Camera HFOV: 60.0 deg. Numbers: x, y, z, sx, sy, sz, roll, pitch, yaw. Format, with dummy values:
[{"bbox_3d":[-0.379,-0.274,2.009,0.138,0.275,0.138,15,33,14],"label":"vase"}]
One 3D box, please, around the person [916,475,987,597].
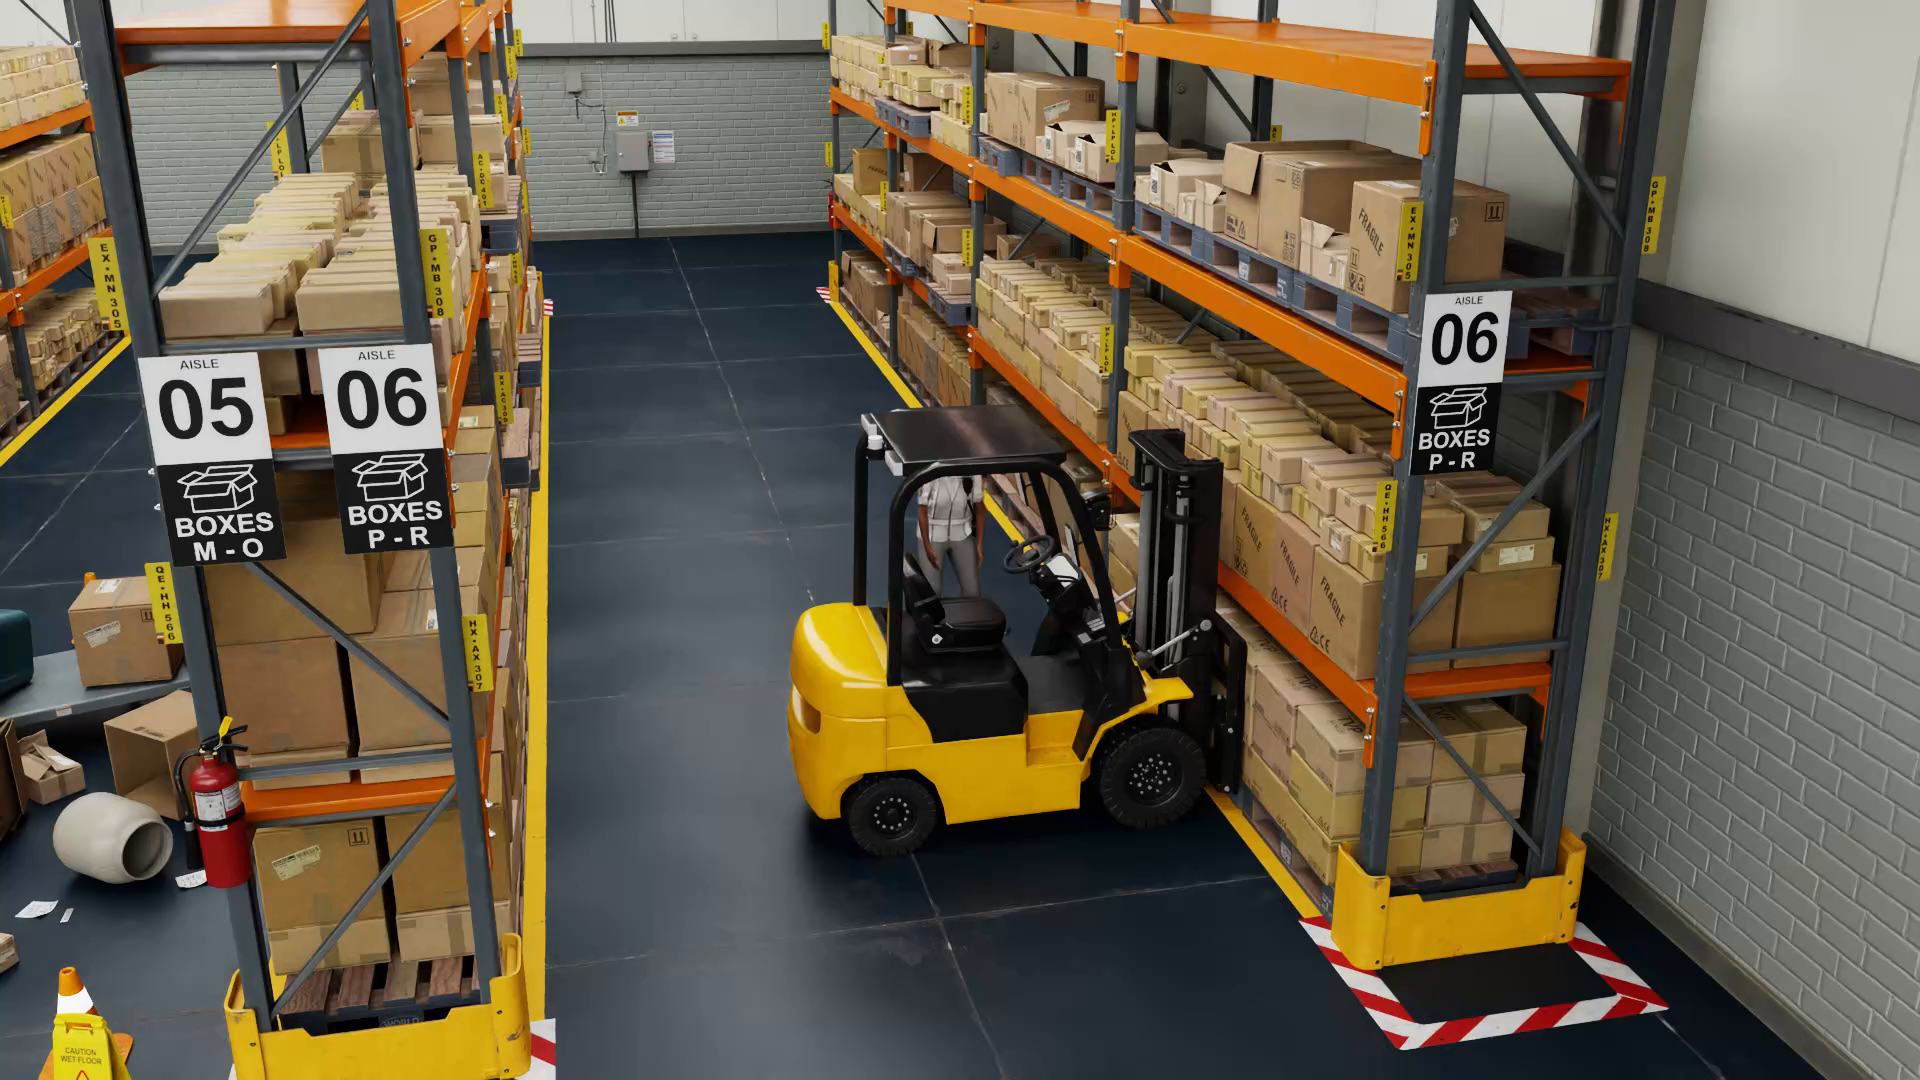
[{"bbox_3d":[-0.052,0.026,11.124,0.469,1.591,0.500,-4,20,-11],"label":"person"}]
